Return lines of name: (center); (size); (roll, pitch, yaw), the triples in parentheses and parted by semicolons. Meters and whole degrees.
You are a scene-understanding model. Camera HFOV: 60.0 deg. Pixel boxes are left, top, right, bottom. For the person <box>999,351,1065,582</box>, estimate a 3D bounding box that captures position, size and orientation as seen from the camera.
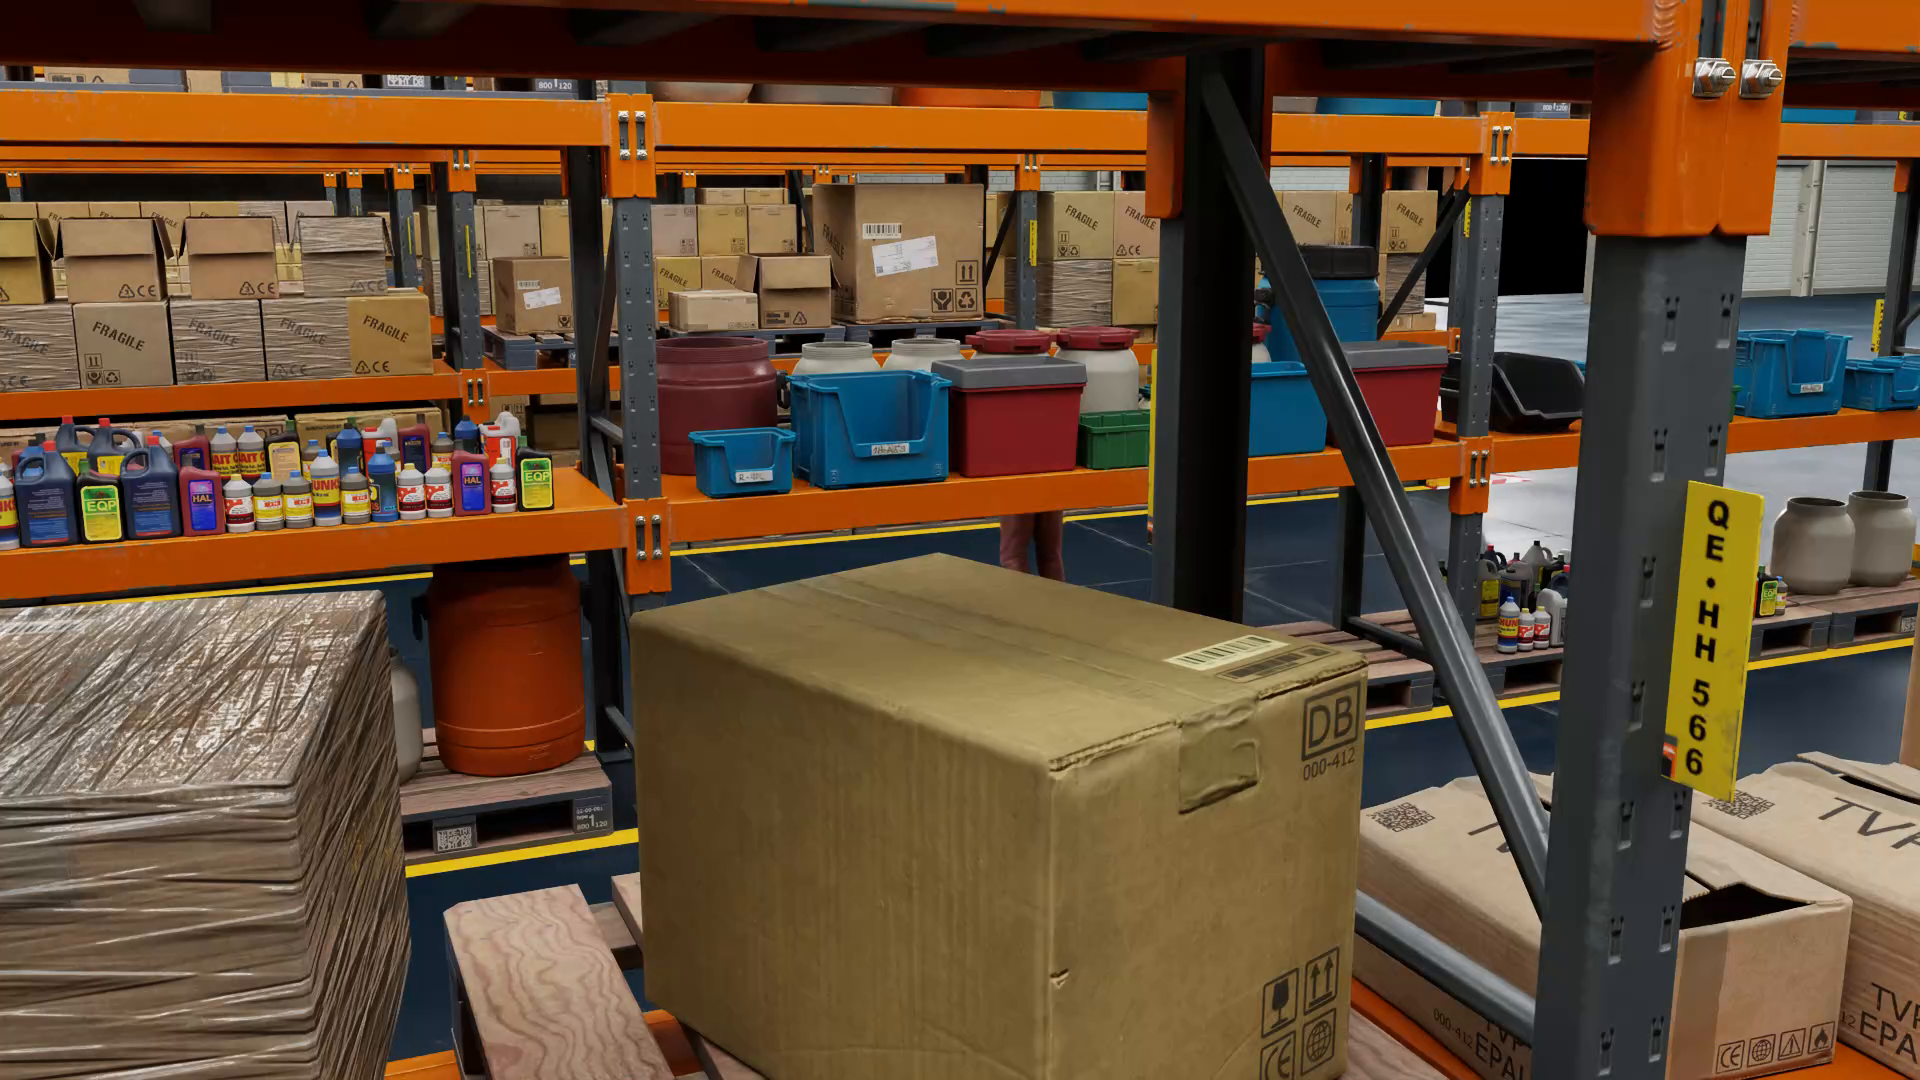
person: (0.397, -0.247, 9.134); (0.442, 1.672, 0.362); (-5, 13, -22)
